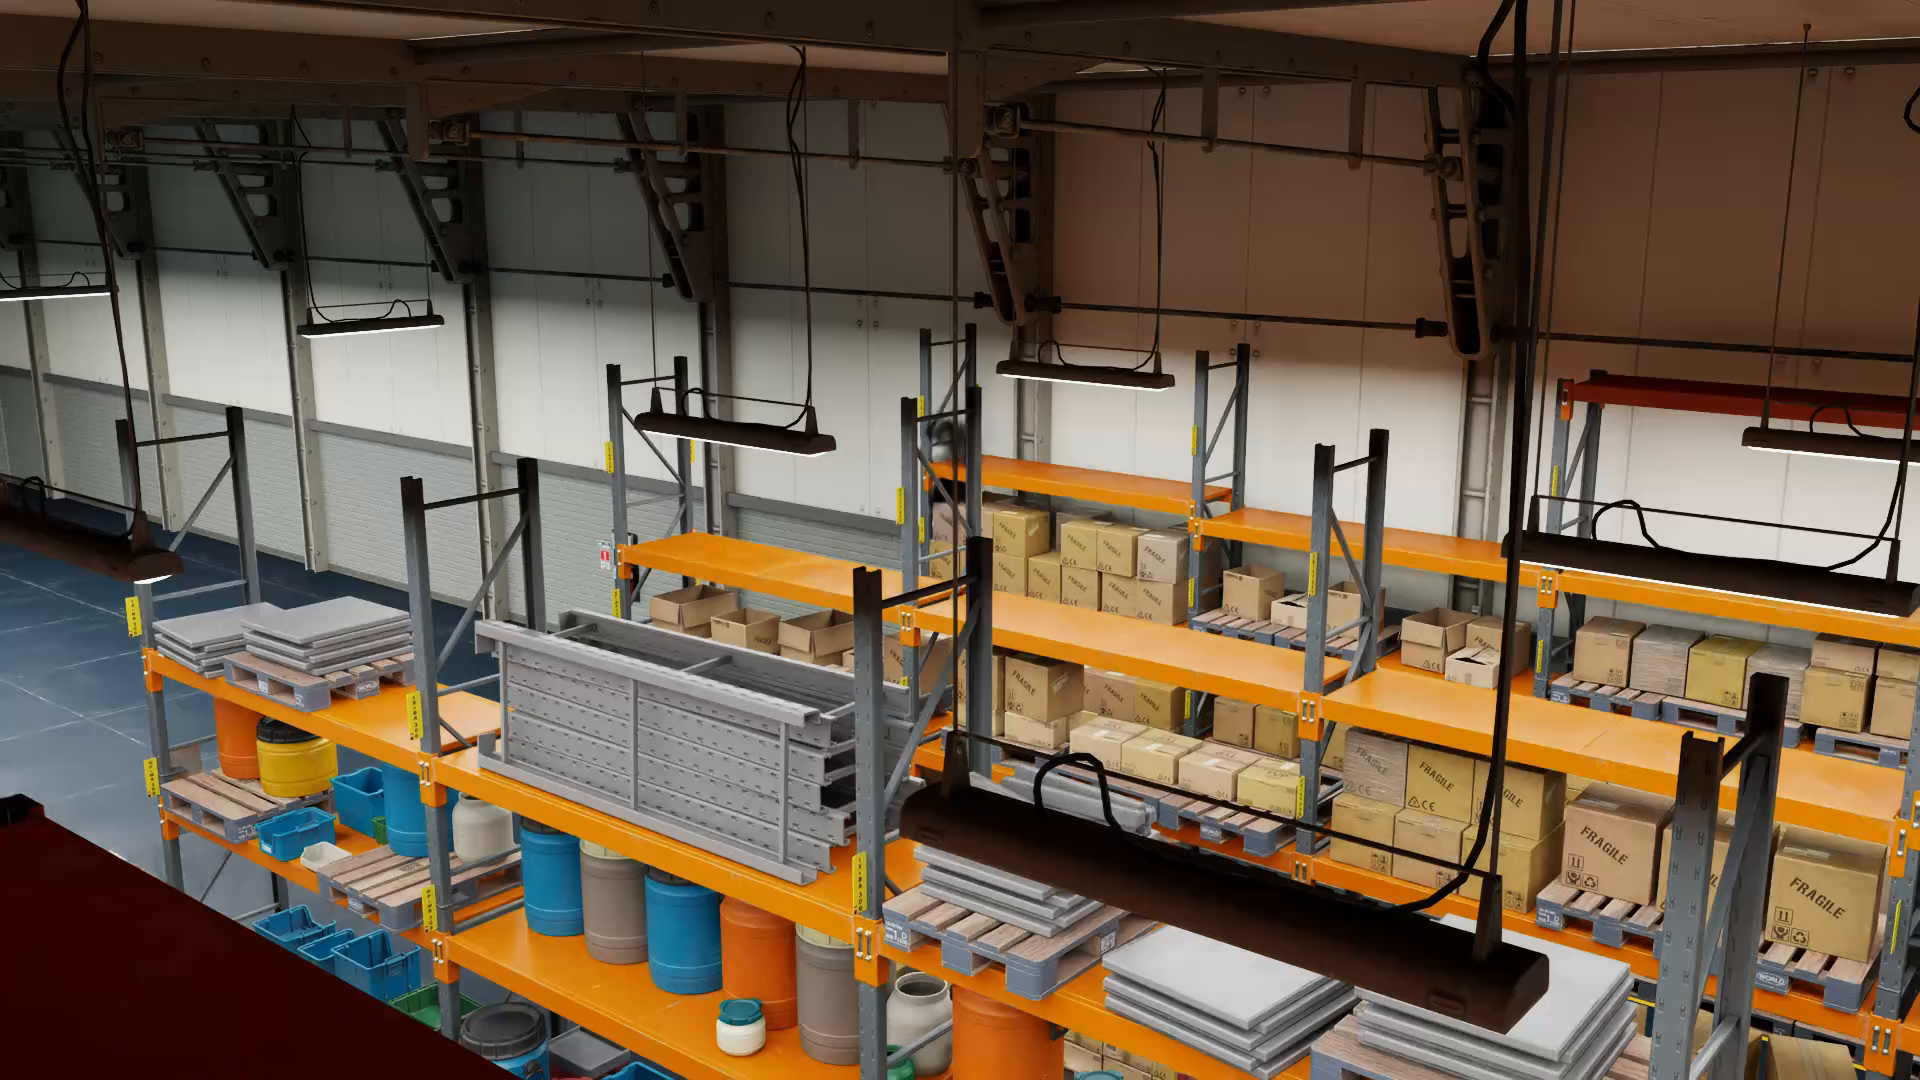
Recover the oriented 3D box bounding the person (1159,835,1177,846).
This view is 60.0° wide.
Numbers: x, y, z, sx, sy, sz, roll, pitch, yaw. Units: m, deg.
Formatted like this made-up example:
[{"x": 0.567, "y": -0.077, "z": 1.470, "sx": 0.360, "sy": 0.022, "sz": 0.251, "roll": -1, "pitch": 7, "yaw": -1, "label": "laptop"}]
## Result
[{"x": 1.786, "y": 3.467, "z": 16.843, "sx": 0.701, "sy": 1.785, "sz": 0.641, "roll": 6, "pitch": 14, "yaw": 26, "label": "person"}]
